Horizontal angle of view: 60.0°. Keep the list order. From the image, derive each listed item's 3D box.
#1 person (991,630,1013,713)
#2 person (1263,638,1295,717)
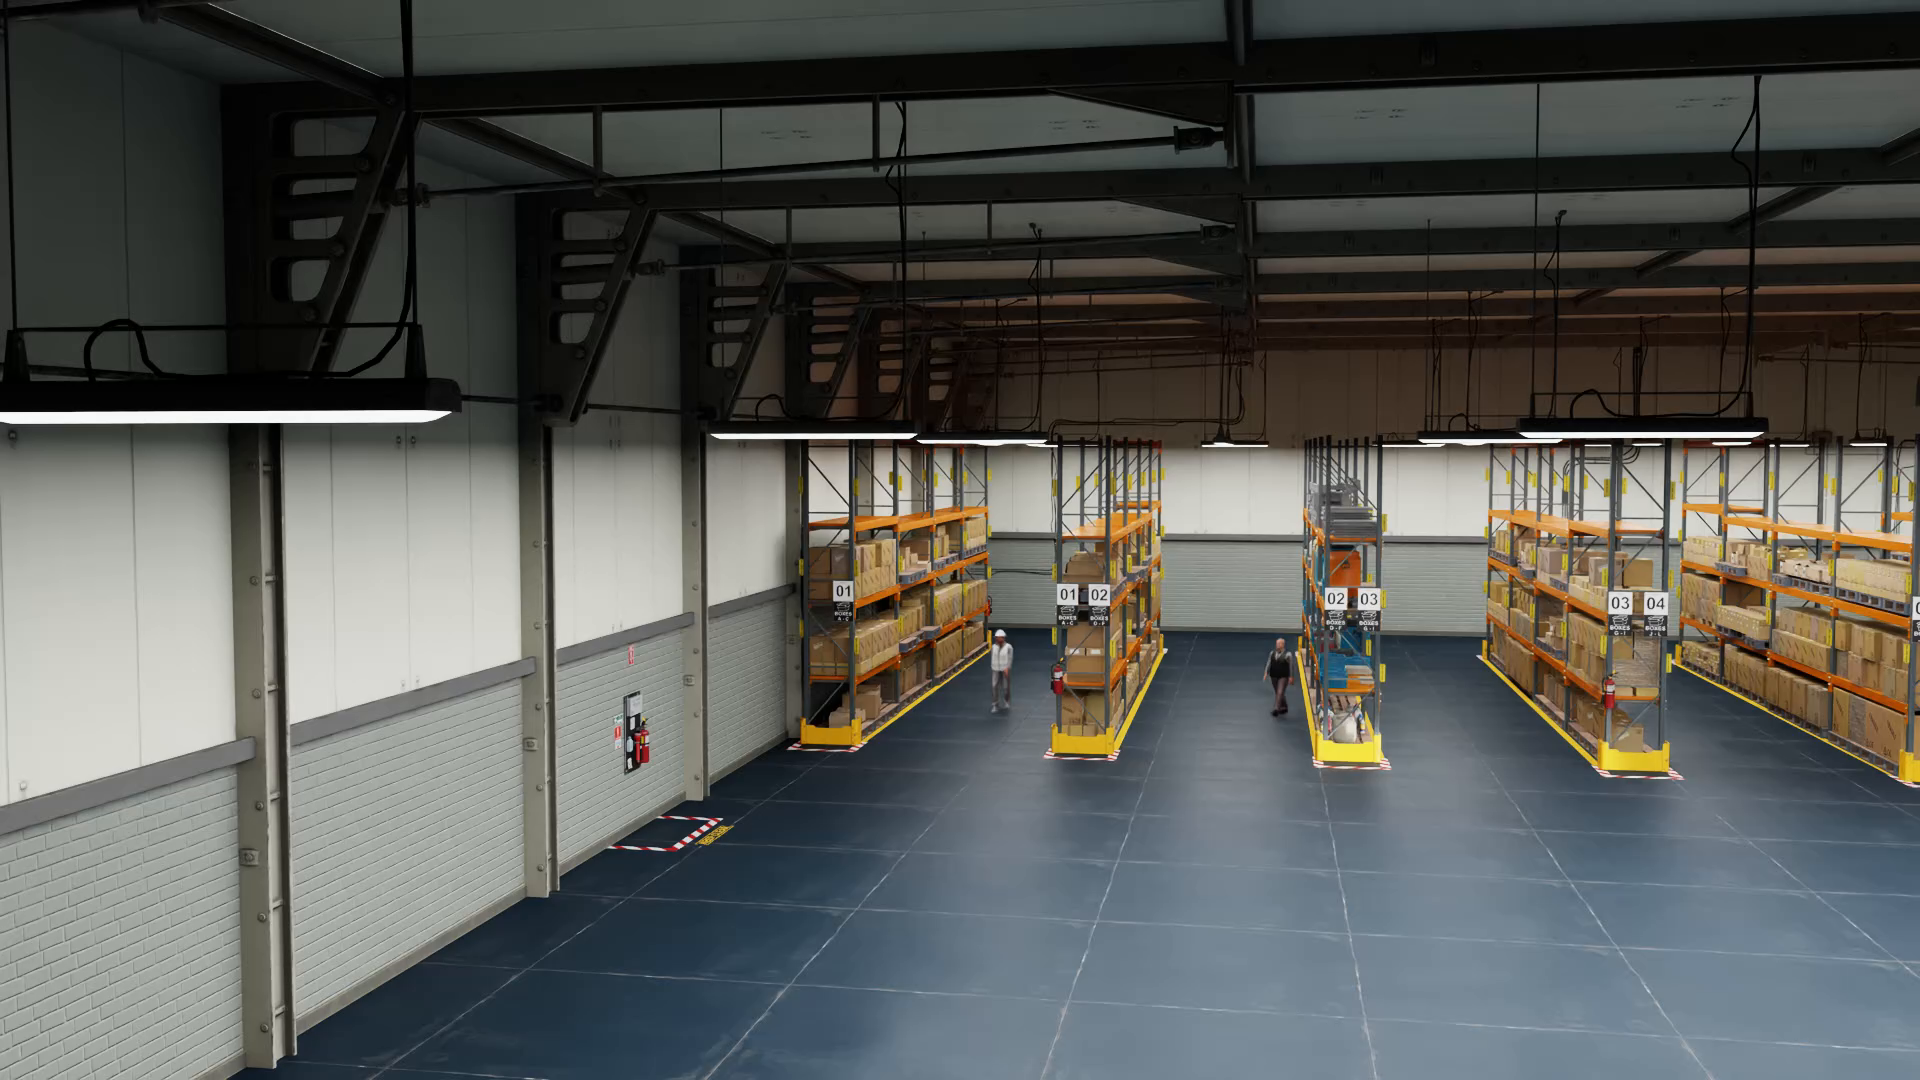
[{"bbox_3d":[0.887,2.877,36.530,0.537,1.793,0.786,1,3,19],"label":"person"},{"bbox_3d":[6.786,3.035,35.621,0.561,1.472,1.045,3,4,45],"label":"person"}]
